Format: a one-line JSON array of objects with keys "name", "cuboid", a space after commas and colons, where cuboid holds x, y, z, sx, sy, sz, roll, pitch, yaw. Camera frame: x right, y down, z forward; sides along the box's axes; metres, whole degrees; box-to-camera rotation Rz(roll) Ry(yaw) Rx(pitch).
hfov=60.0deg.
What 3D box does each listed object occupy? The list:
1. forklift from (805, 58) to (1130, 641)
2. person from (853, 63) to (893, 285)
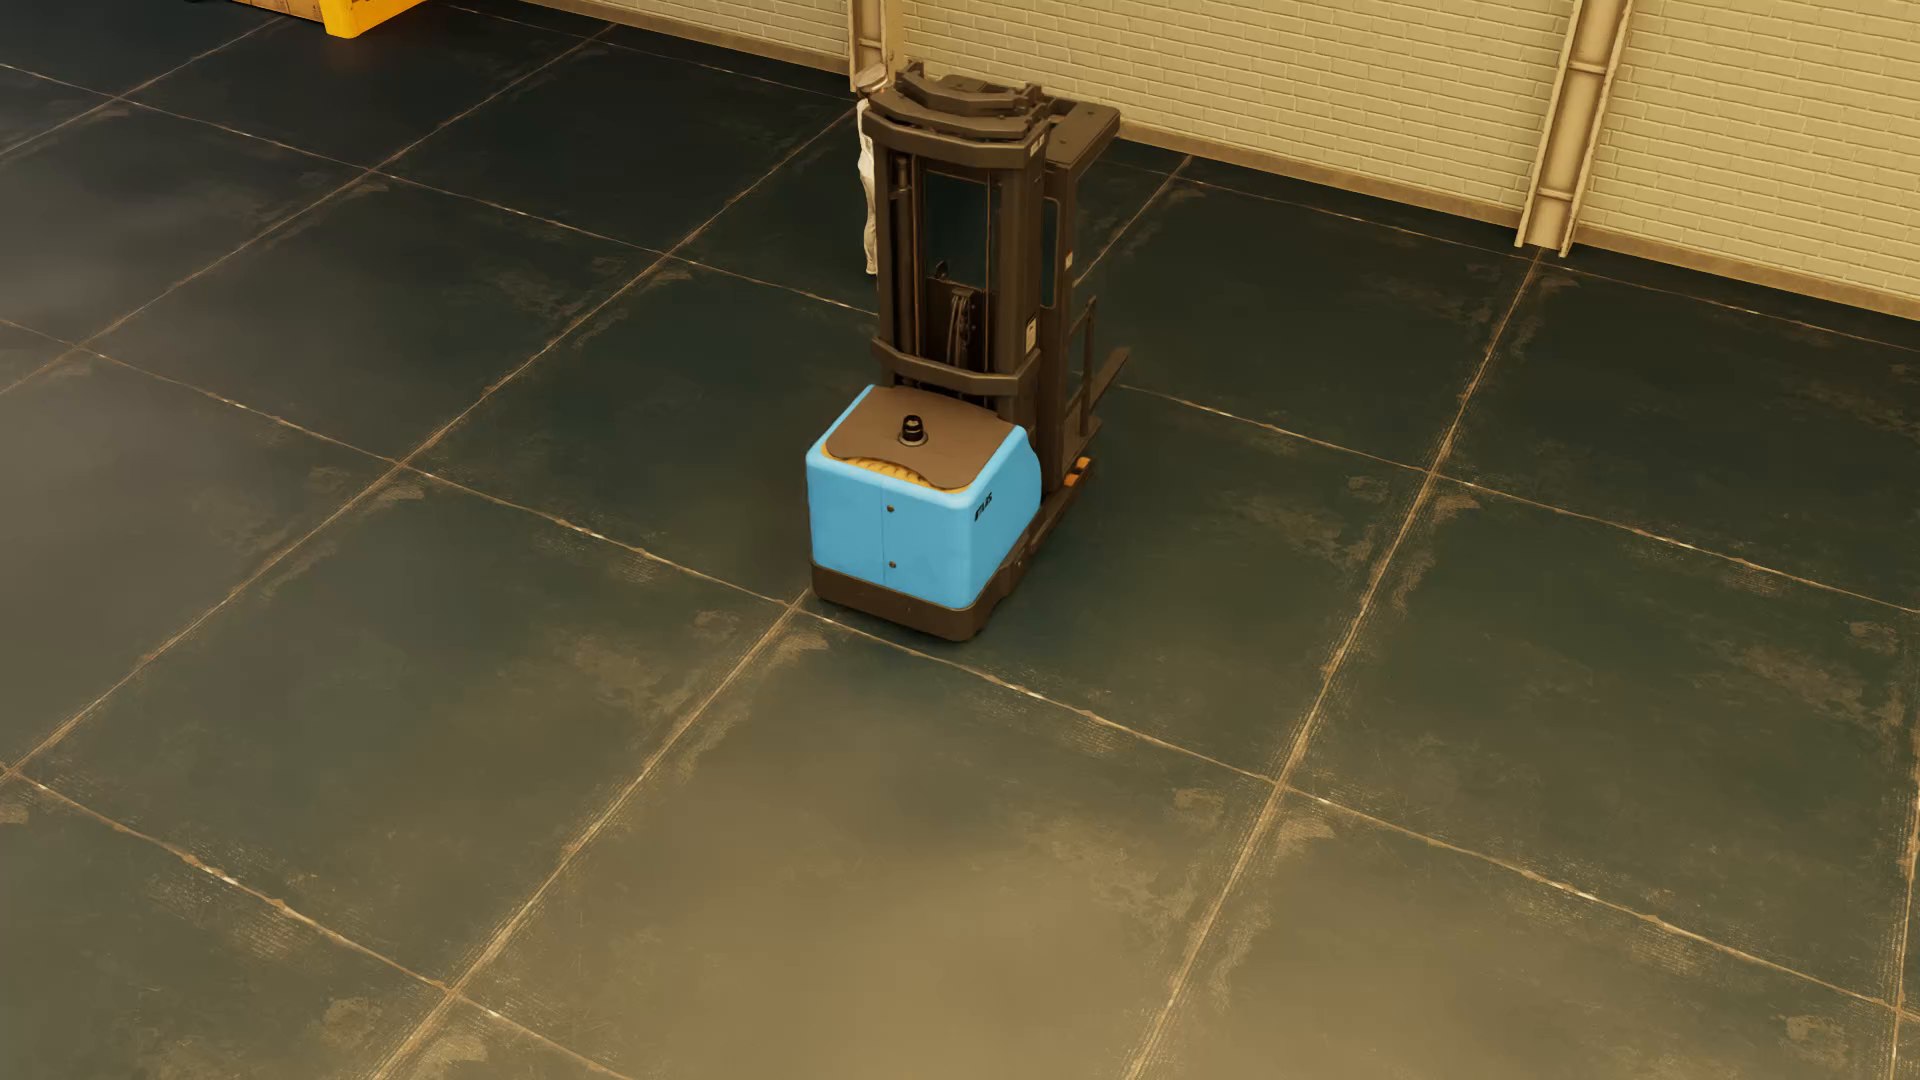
[{"name": "forklift", "cuboid": [0.219, -1.491, 9.756, 1.130, 2.935, 3.031, 17, 43, 19]}, {"name": "person", "cuboid": [-0.567, -2.646, 12.095, 0.359, 1.694, 0.460, -13, 42, -15]}]
